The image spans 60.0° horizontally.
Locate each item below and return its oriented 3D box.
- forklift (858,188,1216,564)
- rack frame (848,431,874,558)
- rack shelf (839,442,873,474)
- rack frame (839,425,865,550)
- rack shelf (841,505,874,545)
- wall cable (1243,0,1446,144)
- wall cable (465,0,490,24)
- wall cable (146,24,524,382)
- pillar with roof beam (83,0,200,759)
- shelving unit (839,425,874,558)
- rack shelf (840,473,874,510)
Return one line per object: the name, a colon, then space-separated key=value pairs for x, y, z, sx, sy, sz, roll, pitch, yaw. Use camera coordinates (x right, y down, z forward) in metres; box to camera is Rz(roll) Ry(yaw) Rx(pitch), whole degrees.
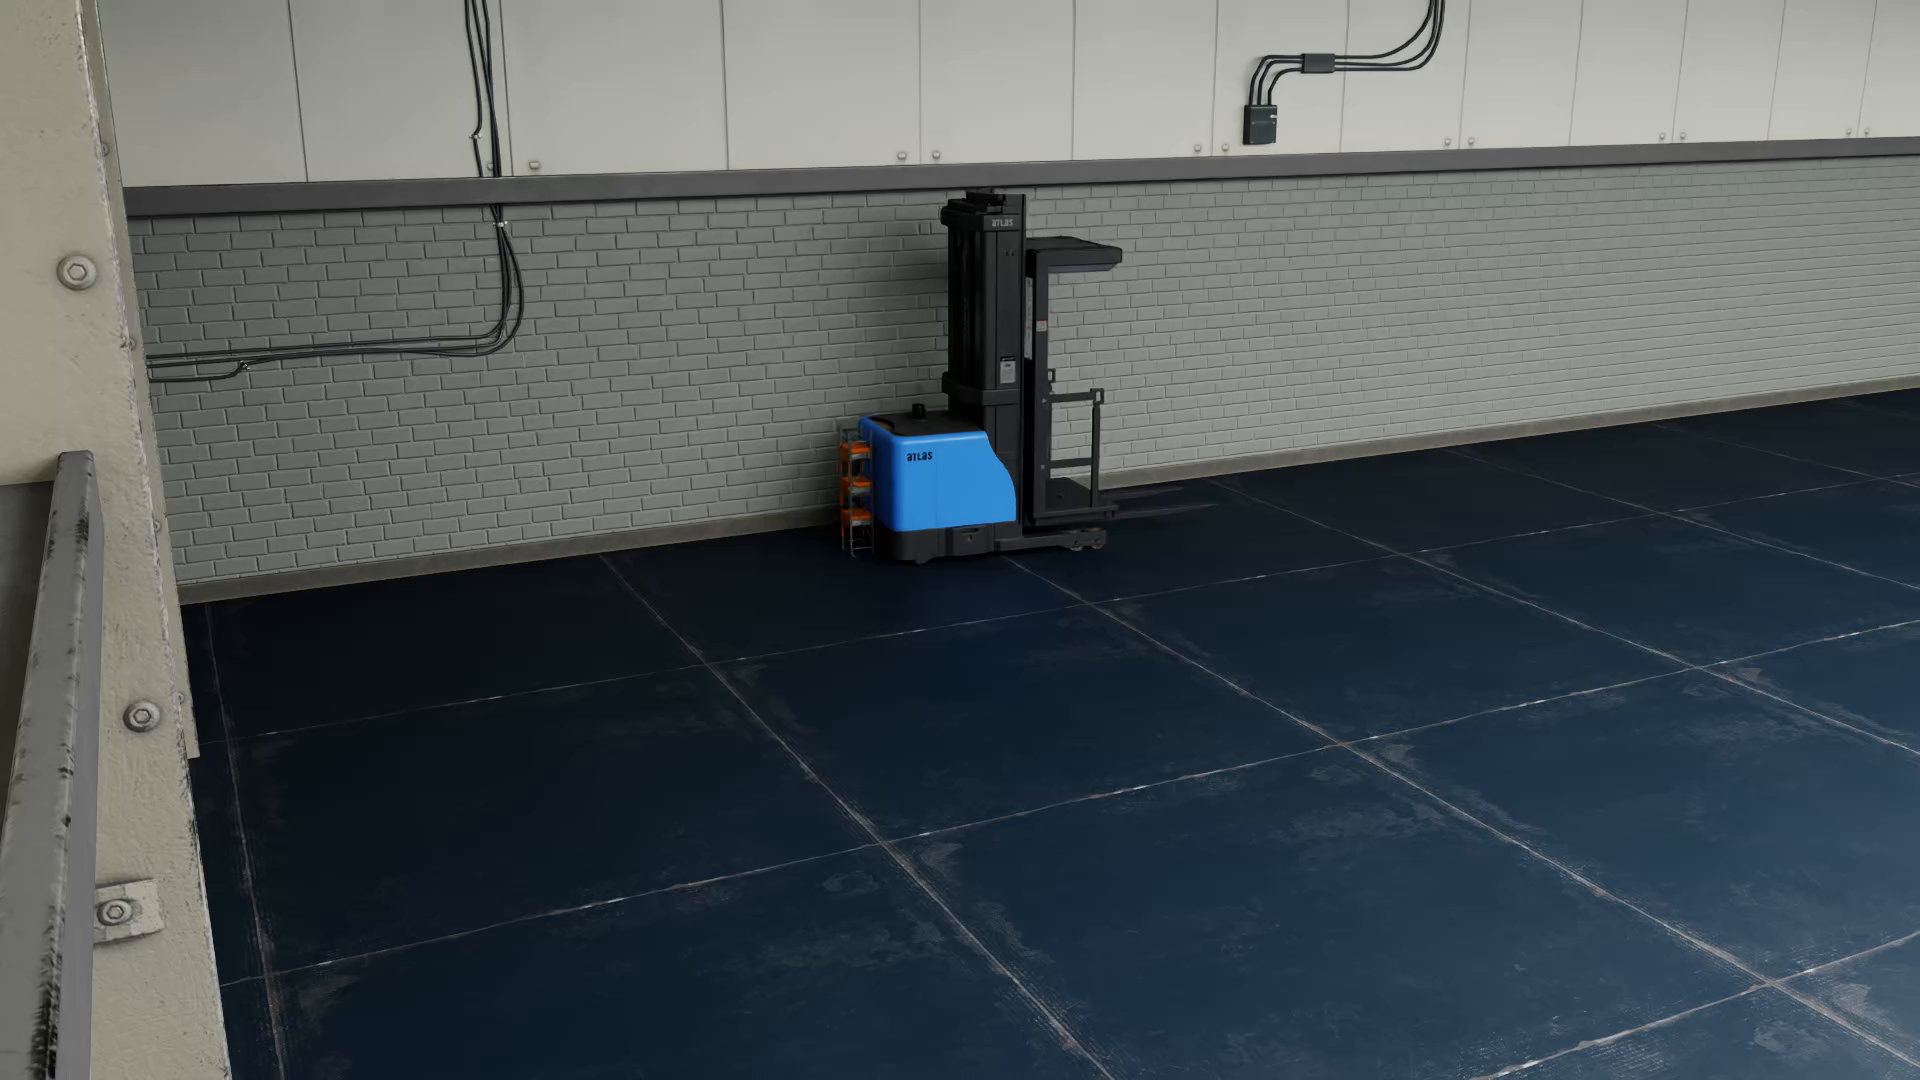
forklift: x=0.703 y=-1.446 z=13.976 sx=3.031 sy=2.935 sz=1.130 roll=-6 pitch=17 yaw=-20
rack frame: x=-0.808 y=-0.370 z=13.637 sx=0.200 sy=1.050 sz=0.008 roll=-6 pitch=17 yaw=-21
rack shelf: x=-0.853 y=-0.664 z=13.670 sx=0.215 sy=0.259 sz=0.240 roll=-6 pitch=17 yaw=-21
rack frame: x=-0.897 y=-0.433 z=13.855 sx=0.200 sy=1.050 sz=0.008 roll=-6 pitch=17 yaw=-21
rack shelf: x=-0.852 y=-0.124 z=13.825 sx=0.215 sy=0.259 sz=0.240 roll=-6 pitch=17 yaw=-21
wall cable: x=3.733 y=-6.747 z=15.284 sx=2.305 sy=6.003 sz=0.169 roll=-8 pitch=18 yaw=-25
wall cable: x=-2.376 y=-5.231 z=12.640 sx=3.097 sy=2.526 sz=0.112 roll=-8 pitch=18 yaw=-25
wall cable: x=-4.808 y=-2.477 z=12.197 sx=3.097 sy=2.526 sz=0.112 roll=-8 pitch=18 yaw=-25
pillar with roof beam: x=-0.836 y=-3.599 z=10.479 sx=9.100 sy=9.000 sz=0.400 roll=-8 pitch=18 yaw=-25
shelving unit: x=-0.853 y=-0.401 z=13.746 sx=0.215 sy=1.050 sz=0.252 roll=-6 pitch=17 yaw=-21
rack shelf: x=-0.853 y=-0.391 z=13.749 sx=0.215 sy=0.259 sz=0.240 roll=-6 pitch=17 yaw=-21
